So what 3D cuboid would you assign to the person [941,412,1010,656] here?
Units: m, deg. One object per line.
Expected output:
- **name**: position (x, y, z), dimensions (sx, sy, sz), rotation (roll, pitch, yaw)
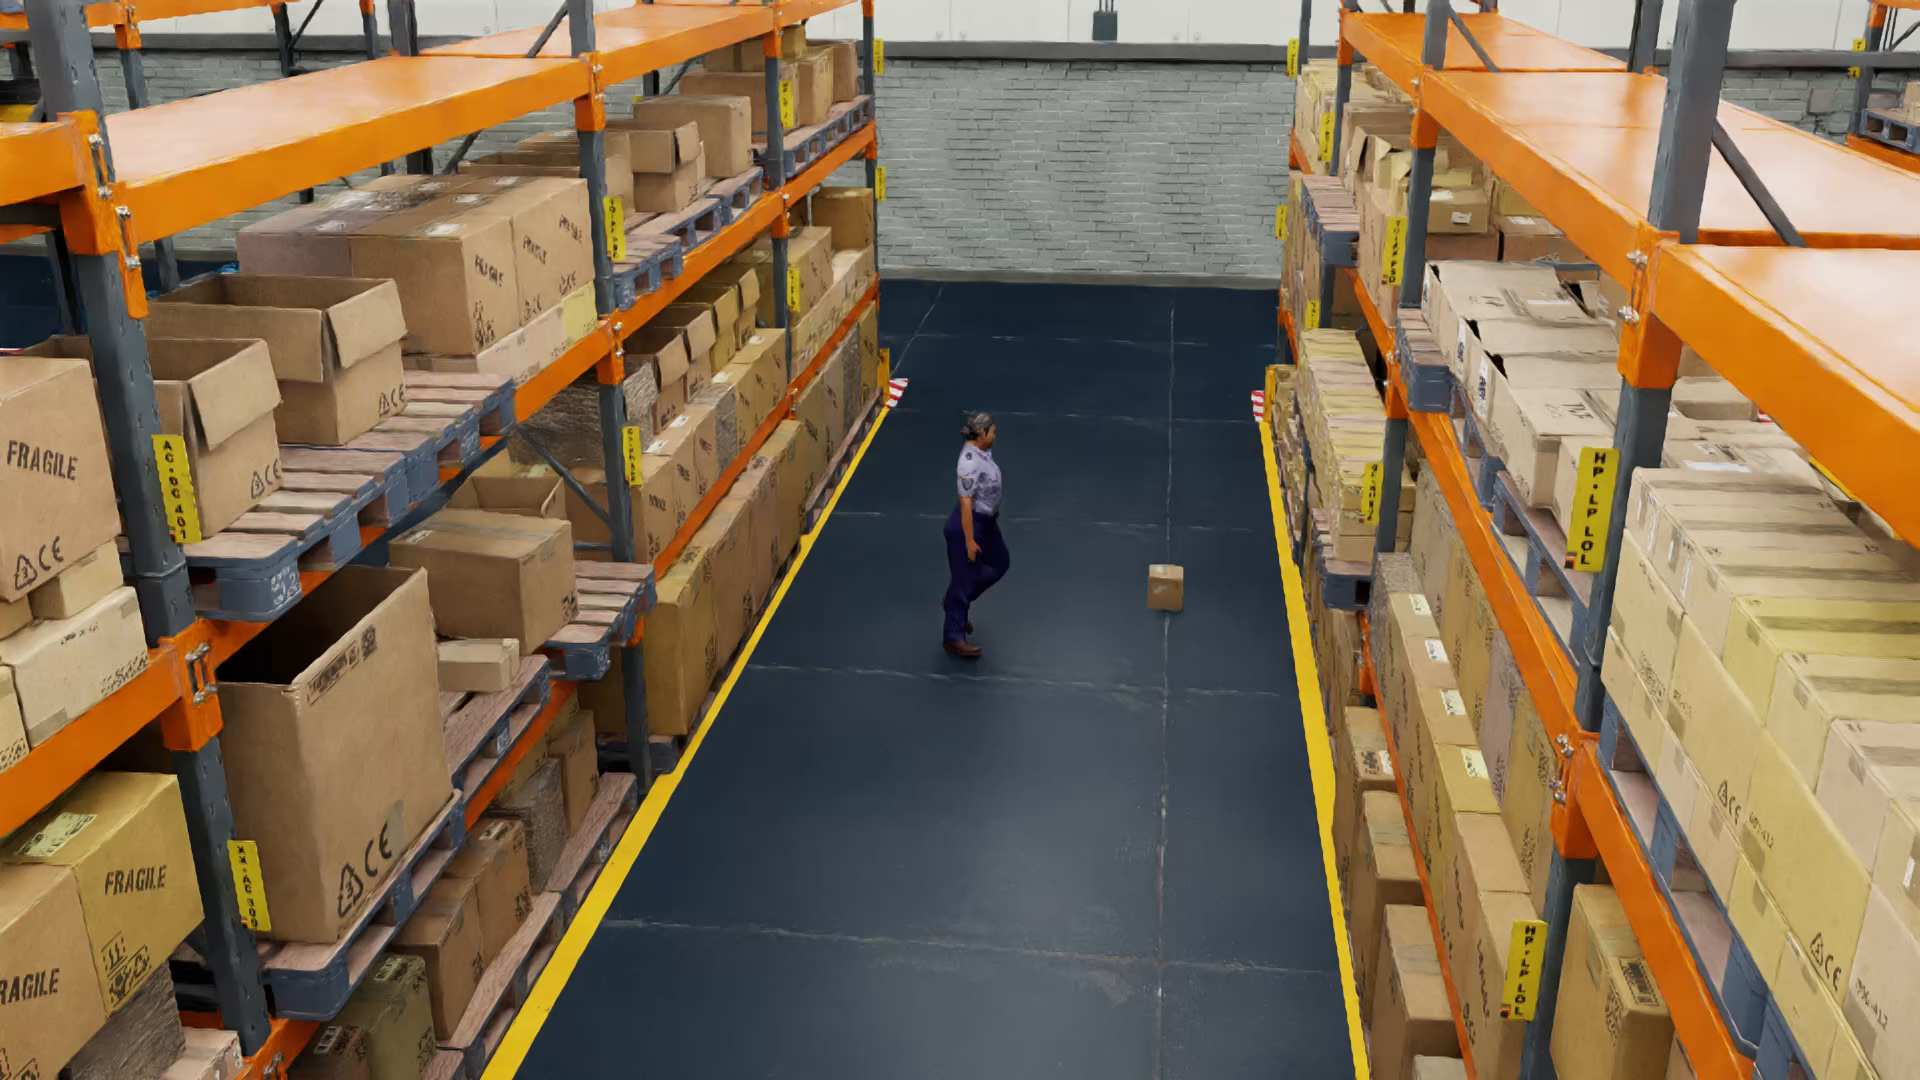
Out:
- **person**: position (0.086, -0.066, 11.242), dimensions (0.459, 1.620, 0.592), rotation (3, 22, 9)
